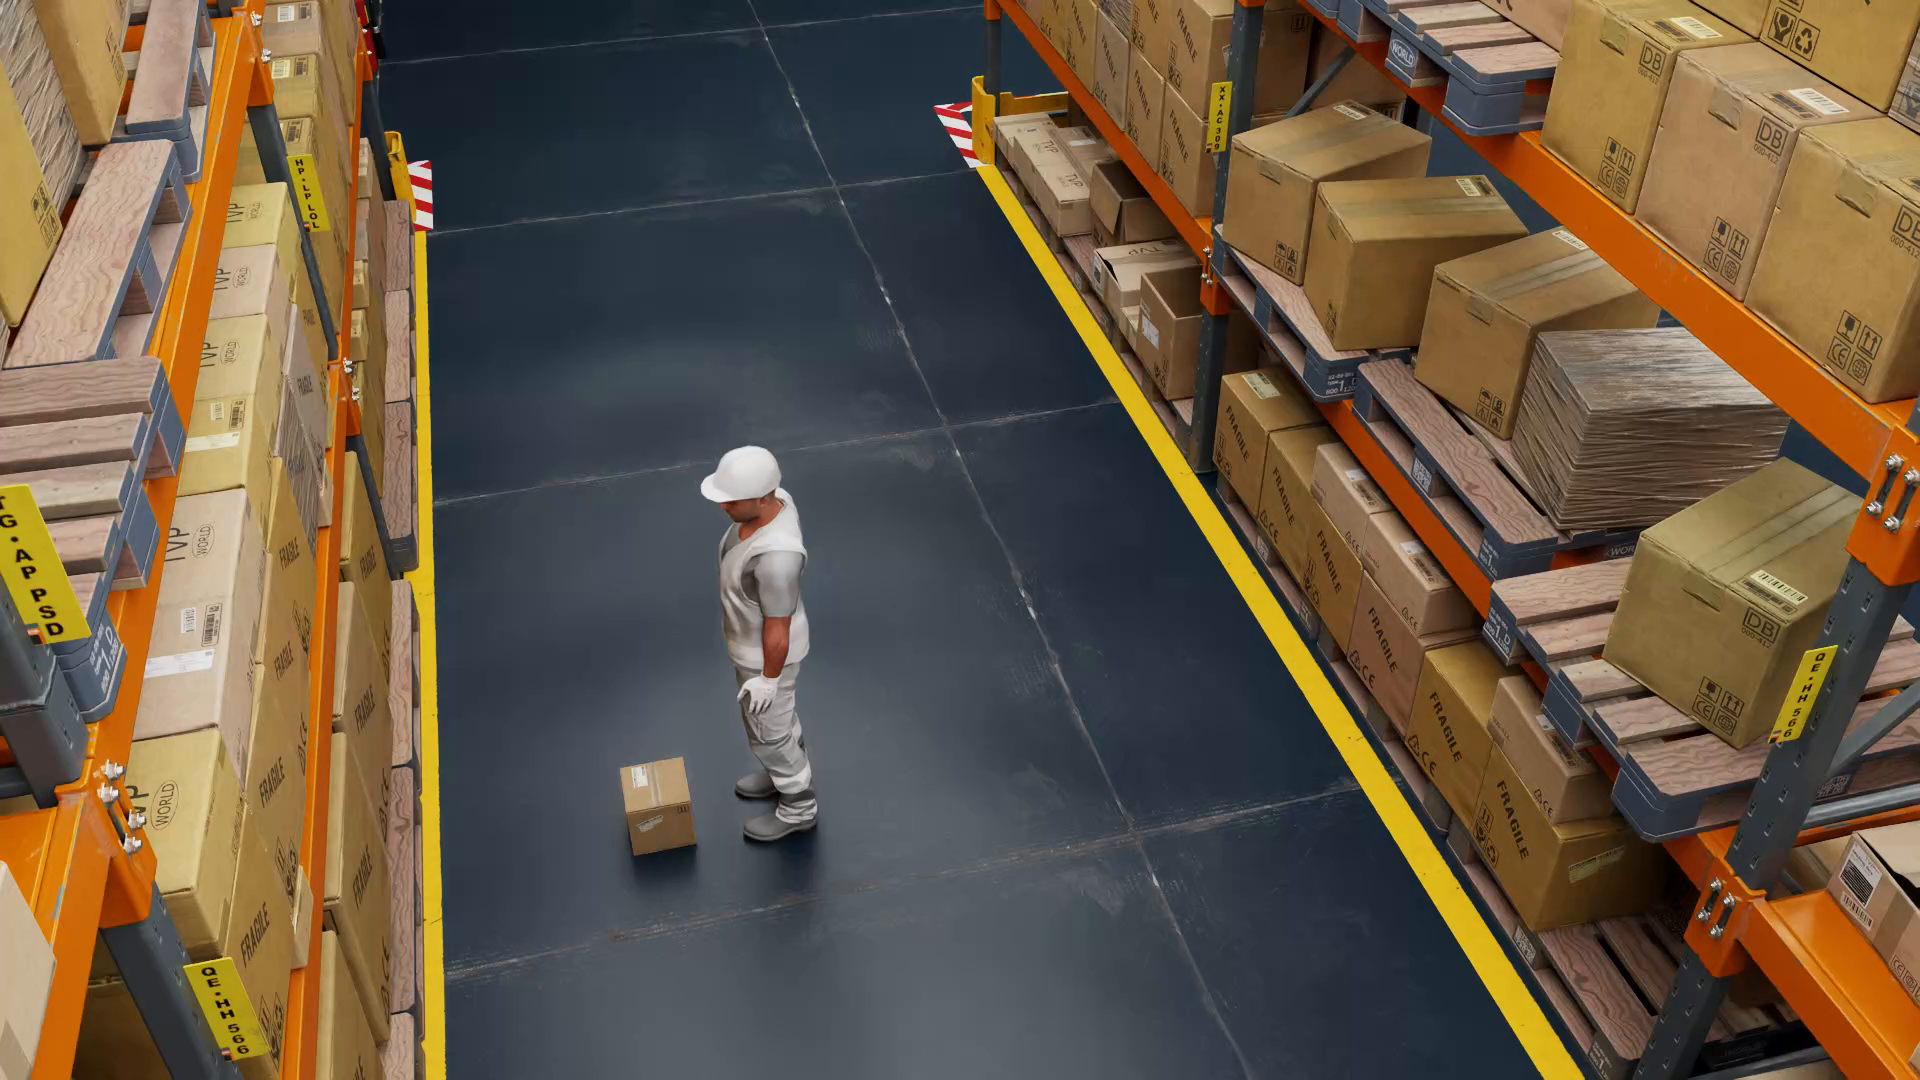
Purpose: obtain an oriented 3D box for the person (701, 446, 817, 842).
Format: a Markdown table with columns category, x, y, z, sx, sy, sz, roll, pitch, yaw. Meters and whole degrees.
| category | x | y | z | sx | sy | sz | roll | pitch | yaw |
| --- | --- | --- | --- | --- | --- | --- | --- | --- | --- |
| person | -0.723 | 0.392 | 6.199 | 0.345 | 1.782 | 0.527 | -9 | 39 | -11 |
